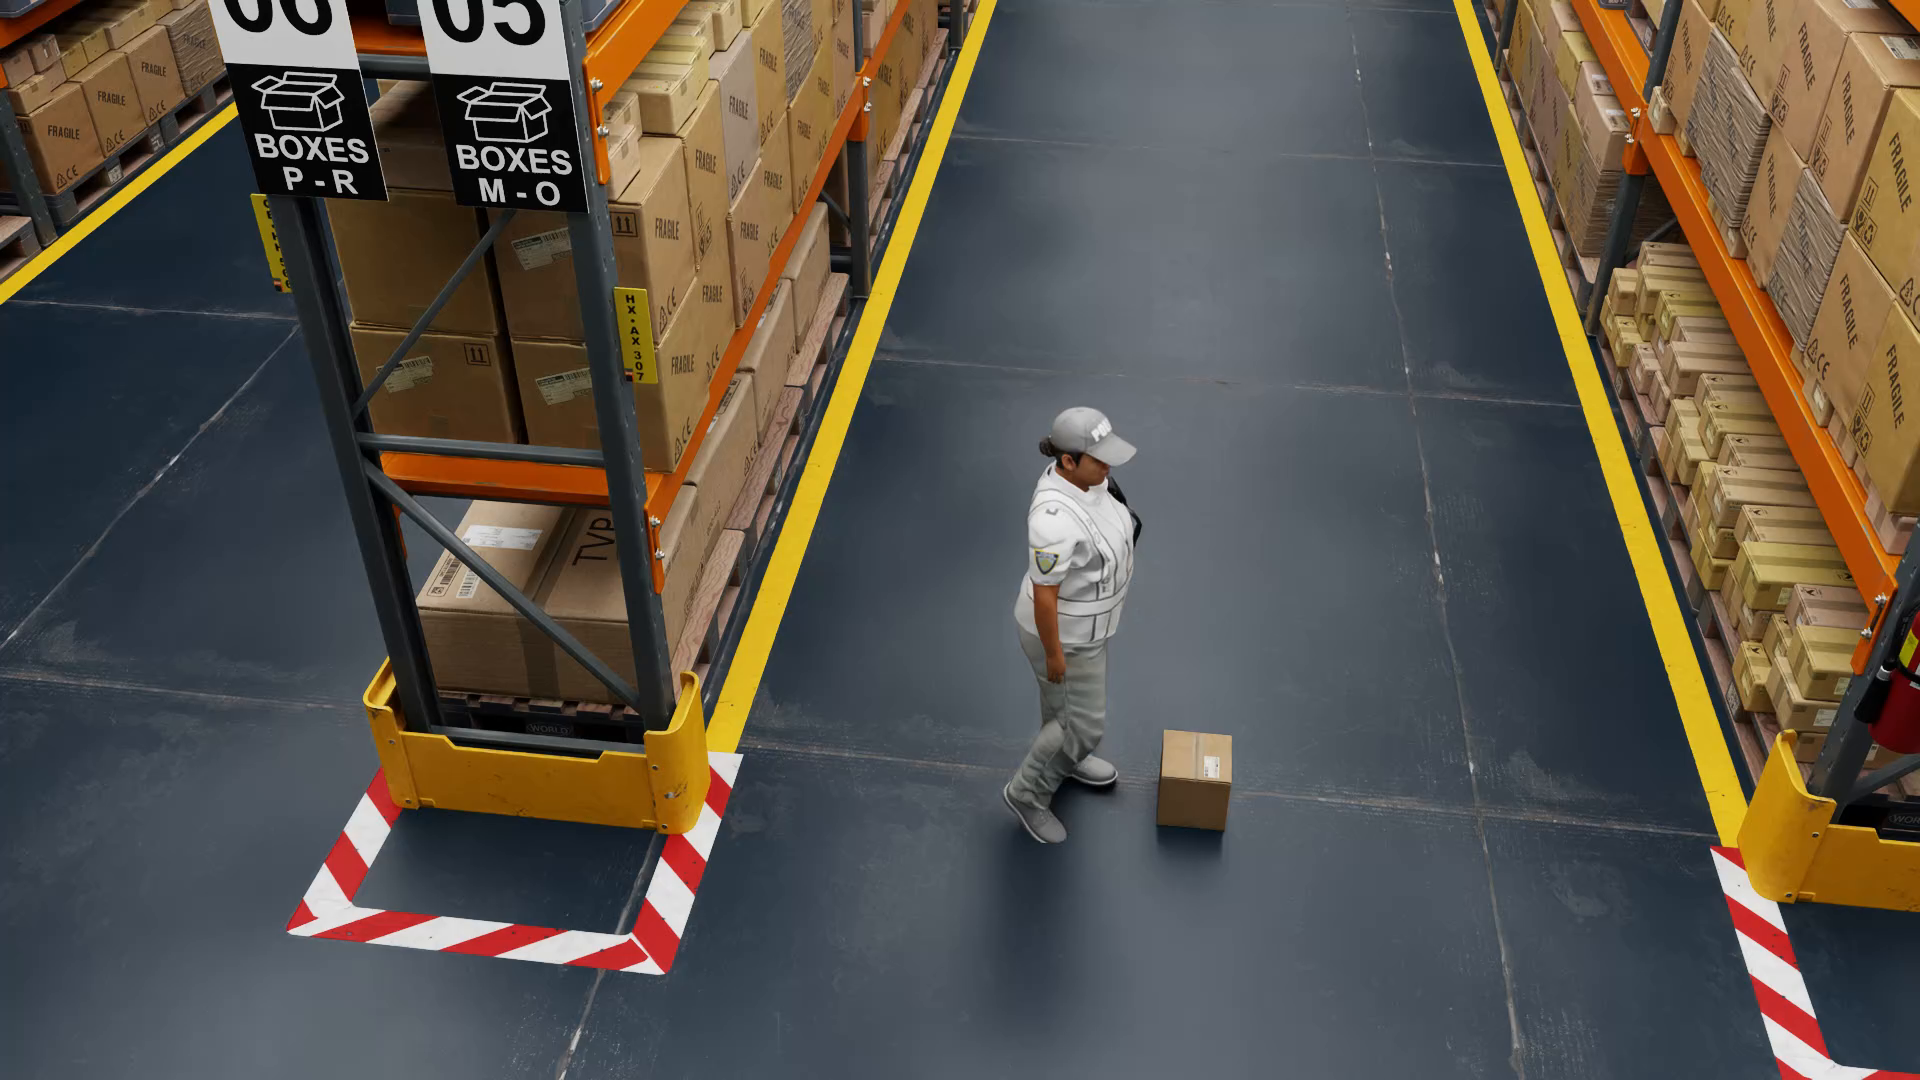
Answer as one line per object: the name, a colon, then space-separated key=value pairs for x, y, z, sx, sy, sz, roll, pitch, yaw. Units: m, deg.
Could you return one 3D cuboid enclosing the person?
person: x=0.386 y=0.296 z=5.758 sx=0.393 sy=1.718 sz=0.516 roll=9 pitch=37 yaw=12
